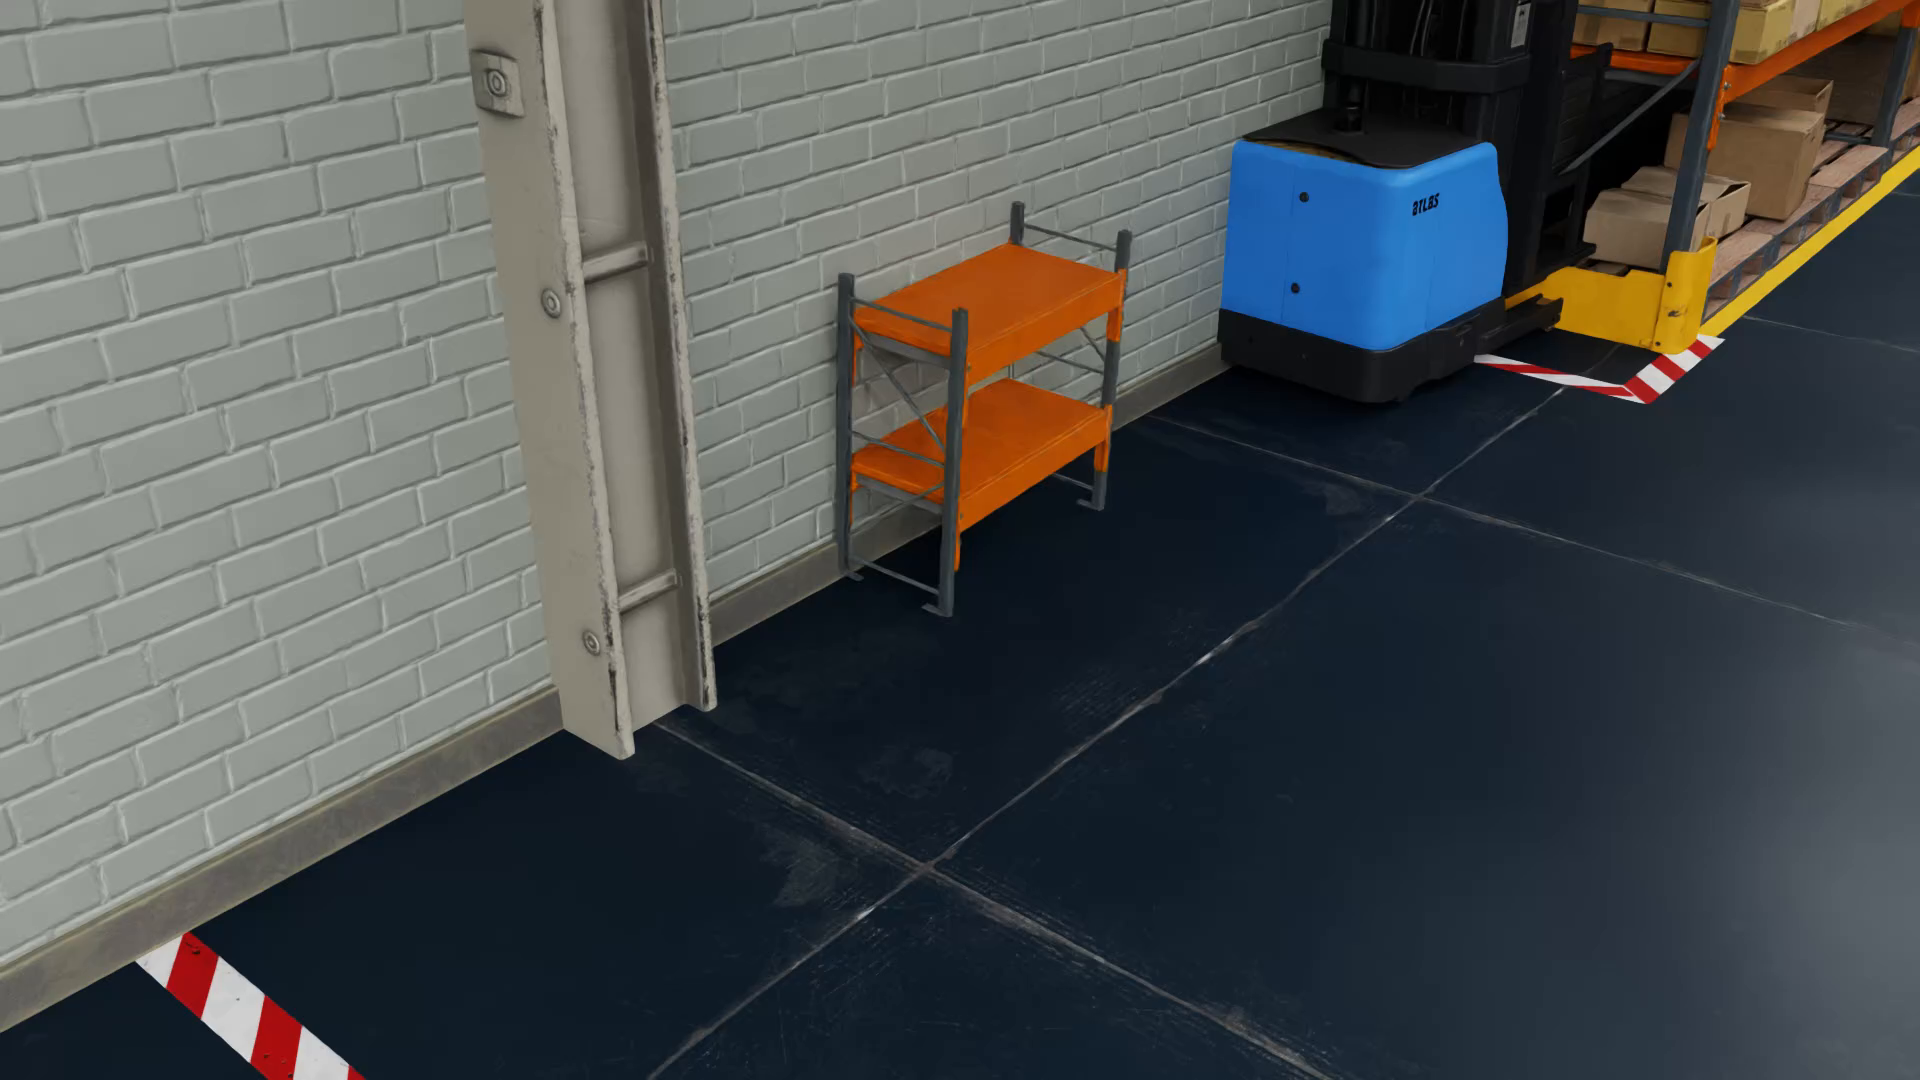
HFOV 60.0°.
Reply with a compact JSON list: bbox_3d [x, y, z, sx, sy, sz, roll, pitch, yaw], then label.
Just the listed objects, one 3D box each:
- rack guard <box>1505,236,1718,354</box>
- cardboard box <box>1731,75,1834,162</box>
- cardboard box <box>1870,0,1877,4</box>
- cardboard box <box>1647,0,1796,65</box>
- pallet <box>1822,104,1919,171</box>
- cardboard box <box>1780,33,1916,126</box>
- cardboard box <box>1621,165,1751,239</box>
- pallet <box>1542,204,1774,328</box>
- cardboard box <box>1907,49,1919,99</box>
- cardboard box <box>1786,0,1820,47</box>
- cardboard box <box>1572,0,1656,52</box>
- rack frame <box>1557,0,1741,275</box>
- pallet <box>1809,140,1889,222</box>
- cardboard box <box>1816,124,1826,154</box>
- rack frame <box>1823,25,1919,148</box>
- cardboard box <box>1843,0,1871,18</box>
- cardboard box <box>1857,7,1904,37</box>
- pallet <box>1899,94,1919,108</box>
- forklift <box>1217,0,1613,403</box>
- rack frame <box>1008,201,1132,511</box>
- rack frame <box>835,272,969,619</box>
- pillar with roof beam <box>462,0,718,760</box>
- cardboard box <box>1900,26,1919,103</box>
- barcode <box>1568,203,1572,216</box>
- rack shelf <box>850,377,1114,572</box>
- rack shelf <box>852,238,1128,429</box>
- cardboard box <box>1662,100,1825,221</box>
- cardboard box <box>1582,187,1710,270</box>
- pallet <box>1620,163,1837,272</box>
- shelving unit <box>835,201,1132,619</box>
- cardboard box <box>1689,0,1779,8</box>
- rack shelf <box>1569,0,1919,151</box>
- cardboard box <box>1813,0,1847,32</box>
[{"bbox_3d":[3.082,-1.330,8.278,1.175,0.500,0.348,21,34,34],"label":"rack guard"},{"bbox_3d":[4.949,-2.537,10.132,0.500,0.500,0.500,18,32,31],"label":"cardboard box"},{"bbox_3d":[4.880,-3.161,9.237,0.500,0.250,0.500,21,34,34],"label":"cardboard box"},{"bbox_3d":[3.589,-2.436,7.836,0.500,0.250,0.500,20,33,33],"label":"cardboard box"},{"bbox_3d":[6.072,-2.870,11.568,1.003,0.211,1.213,21,34,34],"label":"pallet"},{"bbox_3d":[6.034,-3.183,11.380,0.700,0.500,0.500,22,35,36],"label":"cardboard box"},{"bbox_3d":[3.906,-1.836,8.982,0.500,0.311,0.500,24,36,38],"label":"cardboard box"},{"bbox_3d":[3.626,-1.480,8.881,1.003,0.211,1.213,21,34,34],"label":"pallet"},{"bbox_3d":[6.679,-3.550,12.089,0.700,0.500,0.500,21,34,35],"label":"cardboard box"},{"bbox_3d":[3.909,-2.625,8.200,0.500,0.250,0.500,20,33,33],"label":"cardboard box"},{"bbox_3d":[3.182,-2.578,8.111,0.500,0.250,0.500,21,34,35],"label":"cardboard box"},{"bbox_3d":[3.034,-2.414,7.651,1.000,3.000,0.127,21,34,34],"label":"rack frame"},{"bbox_3d":[5.178,-2.345,10.553,1.003,0.211,1.213,21,34,34],"label":"pallet"},{"bbox_3d":[5.261,-2.571,10.559,0.380,0.166,0.250,16,31,28],"label":"cardboard box"},{"bbox_3d":[5.578,-3.832,10.393,1.000,3.000,0.127,21,34,34],"label":"rack frame"},{"bbox_3d":[4.561,-2.982,8.891,0.500,0.250,0.500,21,34,35],"label":"cardboard box"},{"bbox_3d":[6.311,-3.673,11.511,0.500,0.250,0.500,20,33,33],"label":"cardboard box"},{"bbox_3d":[6.848,-3.304,12.408,1.003,0.211,1.213,21,34,34],"label":"pallet"},{"bbox_3d":[2.478,-2.480,7.854,1.130,2.935,3.031,24,36,38],"label":"forklift"},{"bbox_3d":[0.376,-0.685,6.318,0.500,1.125,0.032,21,34,29],"label":"rack frame"},{"bbox_3d":[-0.211,-0.302,5.582,0.500,1.125,0.032,21,34,29],"label":"rack frame"},{"bbox_3d":[2.317,-2.194,0.697,9.100,9.000,0.400,21,34,34],"label":"pillar with roof beam"},{"bbox_3d":[6.324,-3.381,11.762,0.700,0.500,0.500,20,33,33],"label":"cardboard box"},{"bbox_3d":[3.246,-1.761,8.828,0.001,0.075,0.075,21,34,34],"label":"barcode"},{"bbox_3d":[0.071,-0.281,6.070,0.538,0.278,1.000,21,34,29],"label":"rack shelf"},{"bbox_3d":[0.097,-0.748,5.806,0.538,0.278,1.000,21,34,29],"label":"rack shelf"},{"bbox_3d":[4.411,-2.166,9.413,0.700,0.500,0.500,18,33,31],"label":"cardboard box"},{"bbox_3d":[3.544,-1.634,8.591,0.500,0.311,0.500,17,32,29],"label":"cardboard box"},{"bbox_3d":[4.403,-1.911,9.713,1.003,0.211,1.213,21,34,34],"label":"pallet"},{"bbox_3d":[0.083,-0.494,5.950,0.538,1.125,1.048,21,34,29],"label":"shelving unit"},{"bbox_3d":[3.570,-2.771,7.666,0.500,0.500,0.500,21,34,34],"label":"cardboard box"},{"bbox_3d":[4.306,-2.803,9.187,1.077,0.370,4.000,21,34,34],"label":"rack shelf"},{"bbox_3d":[4.237,-2.803,8.546,0.500,0.250,0.500,20,34,34],"label":"cardboard box"}]
